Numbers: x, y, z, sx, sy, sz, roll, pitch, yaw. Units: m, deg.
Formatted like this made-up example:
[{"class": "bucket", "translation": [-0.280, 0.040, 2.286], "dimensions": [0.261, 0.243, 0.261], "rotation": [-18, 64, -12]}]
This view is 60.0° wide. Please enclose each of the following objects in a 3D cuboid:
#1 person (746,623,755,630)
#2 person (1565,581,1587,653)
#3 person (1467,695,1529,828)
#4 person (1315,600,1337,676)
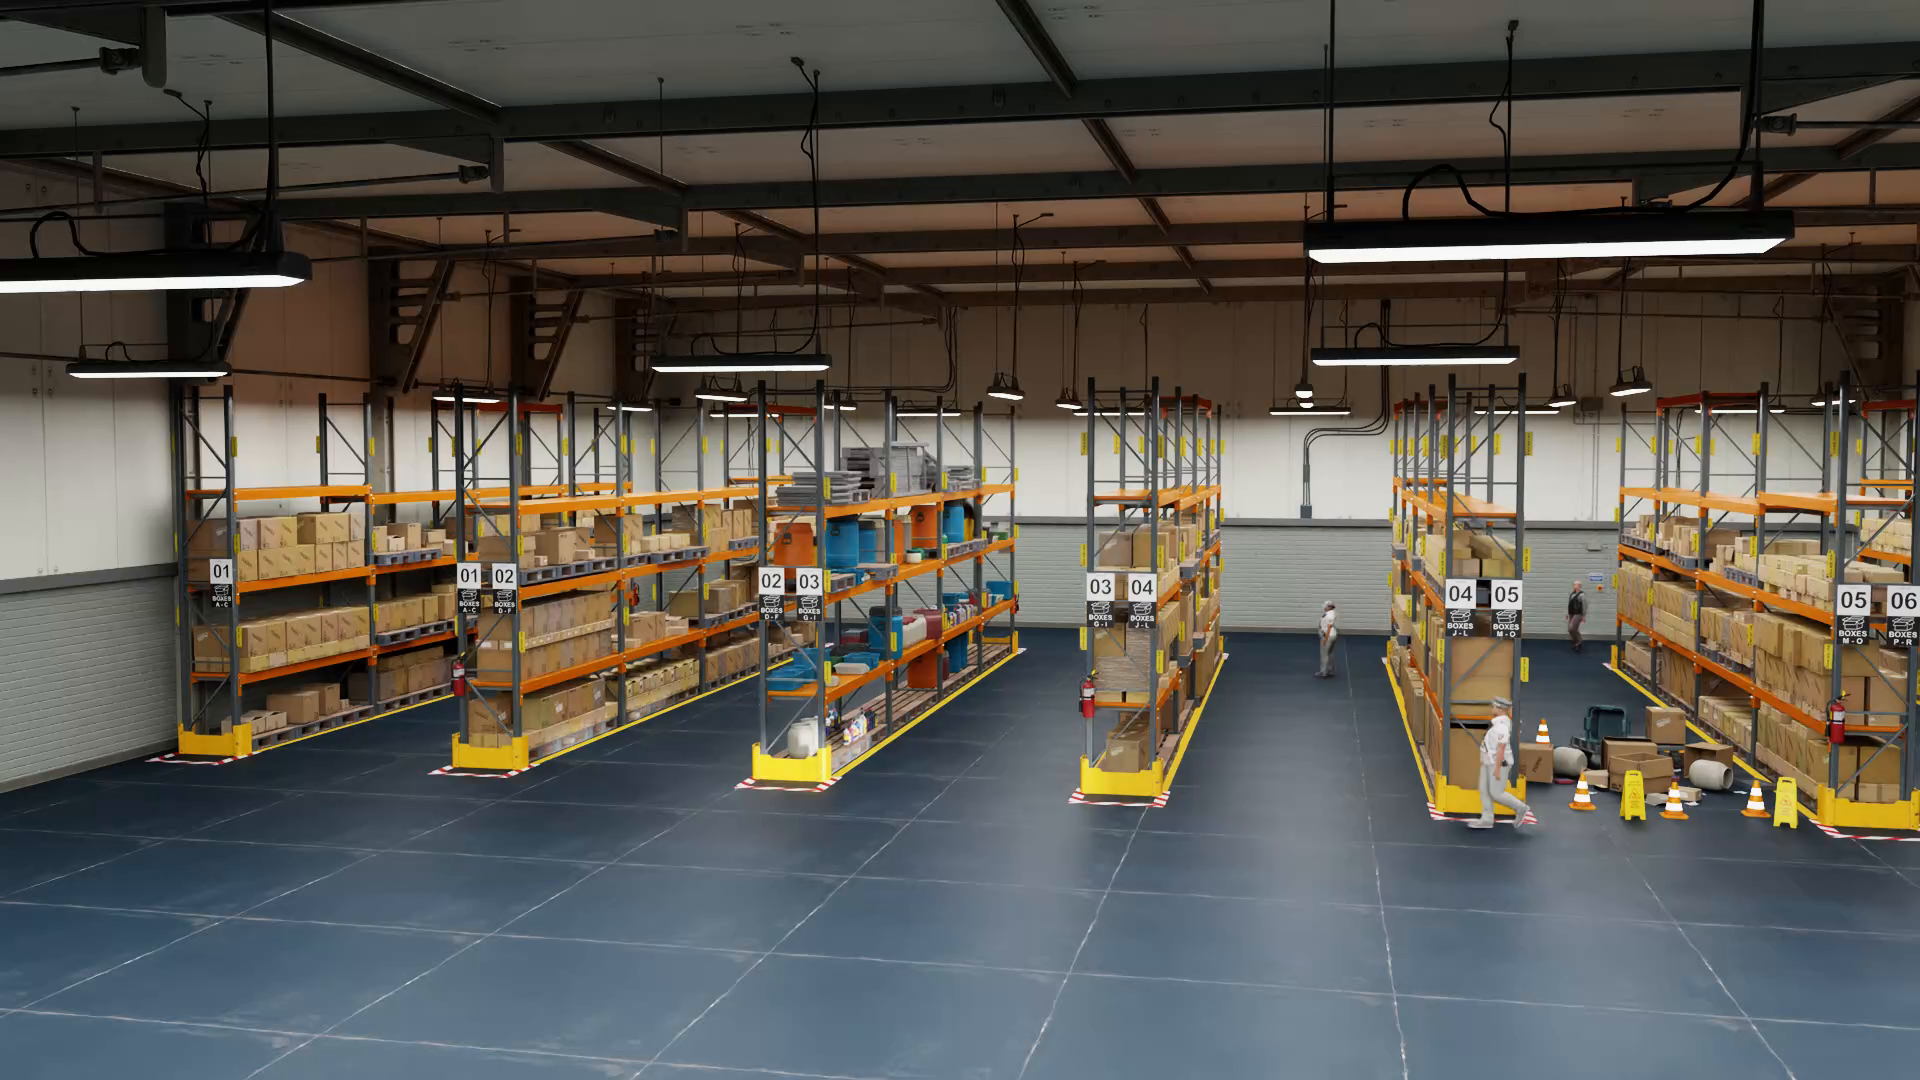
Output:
[{"class": "person", "translation": [-5.966, 1.632, 45.329], "dimensions": [0.845, 1.637, 0.515], "rotation": [2, 4, 32]}, {"class": "person", "translation": [14.997, 1.867, 40.546], "dimensions": [0.512, 1.742, 0.532], "rotation": [-1, 3, -11]}, {"class": "person", "translation": [7.036, 2.903, 21.659], "dimensions": [0.699, 1.751, 0.529], "rotation": [-1, 3, -12]}, {"class": "person", "translation": [8.001, 2.148, 36.324], "dimensions": [0.436, 1.664, 0.557], "rotation": [1, 3, 23]}]
